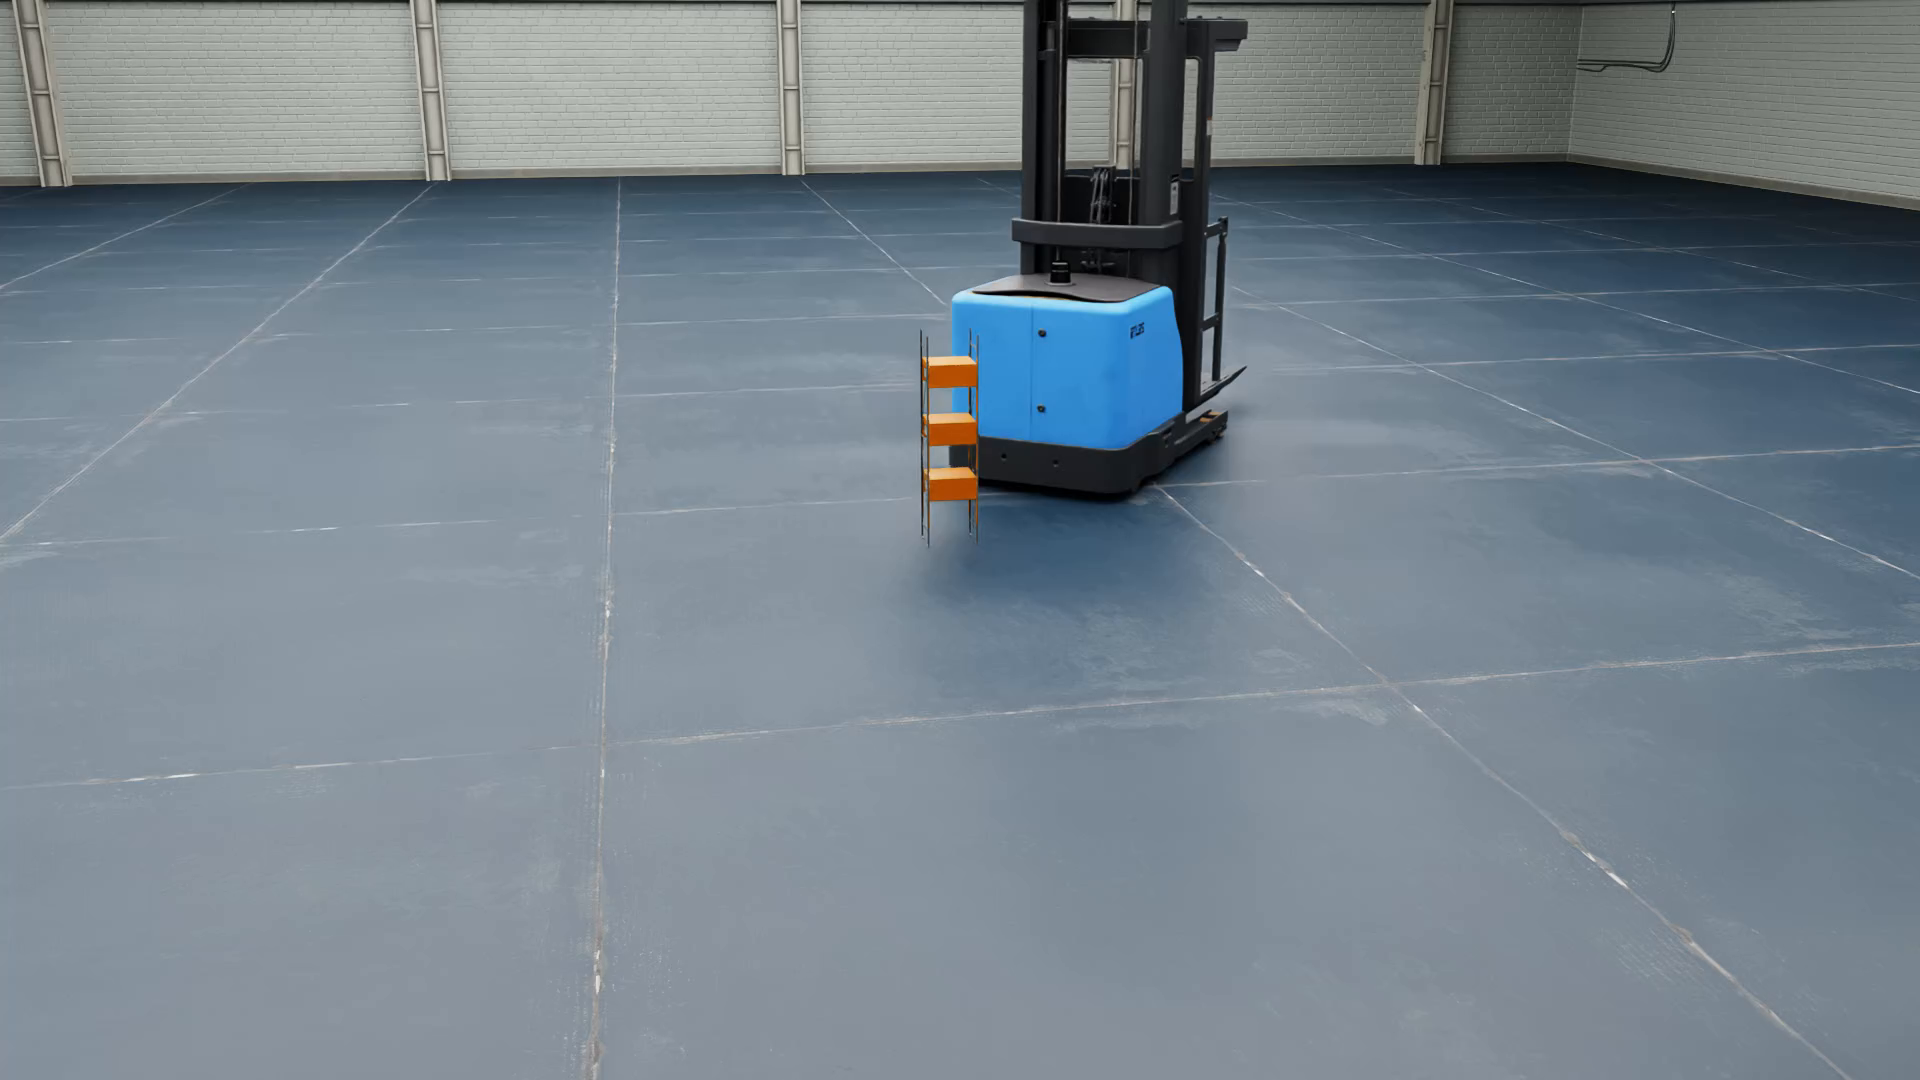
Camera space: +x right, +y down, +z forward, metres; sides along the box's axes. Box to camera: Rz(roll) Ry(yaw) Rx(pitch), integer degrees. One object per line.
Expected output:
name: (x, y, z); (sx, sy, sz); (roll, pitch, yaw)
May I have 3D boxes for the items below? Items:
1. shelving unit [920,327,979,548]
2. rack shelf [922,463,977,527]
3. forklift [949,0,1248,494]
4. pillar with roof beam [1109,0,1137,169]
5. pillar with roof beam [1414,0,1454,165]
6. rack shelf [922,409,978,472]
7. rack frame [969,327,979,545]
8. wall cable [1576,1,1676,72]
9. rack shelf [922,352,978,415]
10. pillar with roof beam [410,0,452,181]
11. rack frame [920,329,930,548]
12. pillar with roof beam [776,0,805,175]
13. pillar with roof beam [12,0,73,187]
shelving unit: (-0.053, -0.499, 8.148); (0.252, 1.050, 0.215); (-3, 17, -10)
rack shelf: (-0.053, -0.223, 8.233); (0.240, 0.259, 0.215); (-3, 17, -10)
forklift: (1.026, -2.037, 9.953); (1.130, 2.935, 3.031); (8, 19, 24)
pillar with roof beam: (3.765, -9.843, 25.032); (0.400, 9.000, 9.100); (-3, 17, -10)
pillar with roof beam: (9.656, -10.177, 26.120); (0.400, 9.000, 9.100); (-3, 17, -10)
rack shelf: (-0.053, -0.489, 8.151); (0.240, 0.259, 0.215); (-3, 17, -10)
rack frame: (0.067, -0.506, 8.170); (0.008, 1.050, 0.200); (-3, 17, -10)
wall cable: (11.983, -9.717, 29.909); (0.112, 2.526, 3.097); (-3, 17, -10)
rack shelf: (-0.053, -0.760, 8.068); (0.240, 0.259, 0.215); (-3, 17, -10)
pillar with roof beam: (-8.017, -9.175, 22.856); (0.400, 9.000, 9.100); (-3, 17, -10)
rack frame: (-0.172, -0.492, 8.126); (0.008, 1.050, 0.200); (-3, 17, -10)
pillar with roof beam: (-2.126, -9.509, 23.944); (0.400, 9.000, 9.100); (-3, 17, -10)
pillar with roof beam: (-13.908, -8.840, 21.768); (0.400, 9.000, 9.100); (-3, 17, -10)
